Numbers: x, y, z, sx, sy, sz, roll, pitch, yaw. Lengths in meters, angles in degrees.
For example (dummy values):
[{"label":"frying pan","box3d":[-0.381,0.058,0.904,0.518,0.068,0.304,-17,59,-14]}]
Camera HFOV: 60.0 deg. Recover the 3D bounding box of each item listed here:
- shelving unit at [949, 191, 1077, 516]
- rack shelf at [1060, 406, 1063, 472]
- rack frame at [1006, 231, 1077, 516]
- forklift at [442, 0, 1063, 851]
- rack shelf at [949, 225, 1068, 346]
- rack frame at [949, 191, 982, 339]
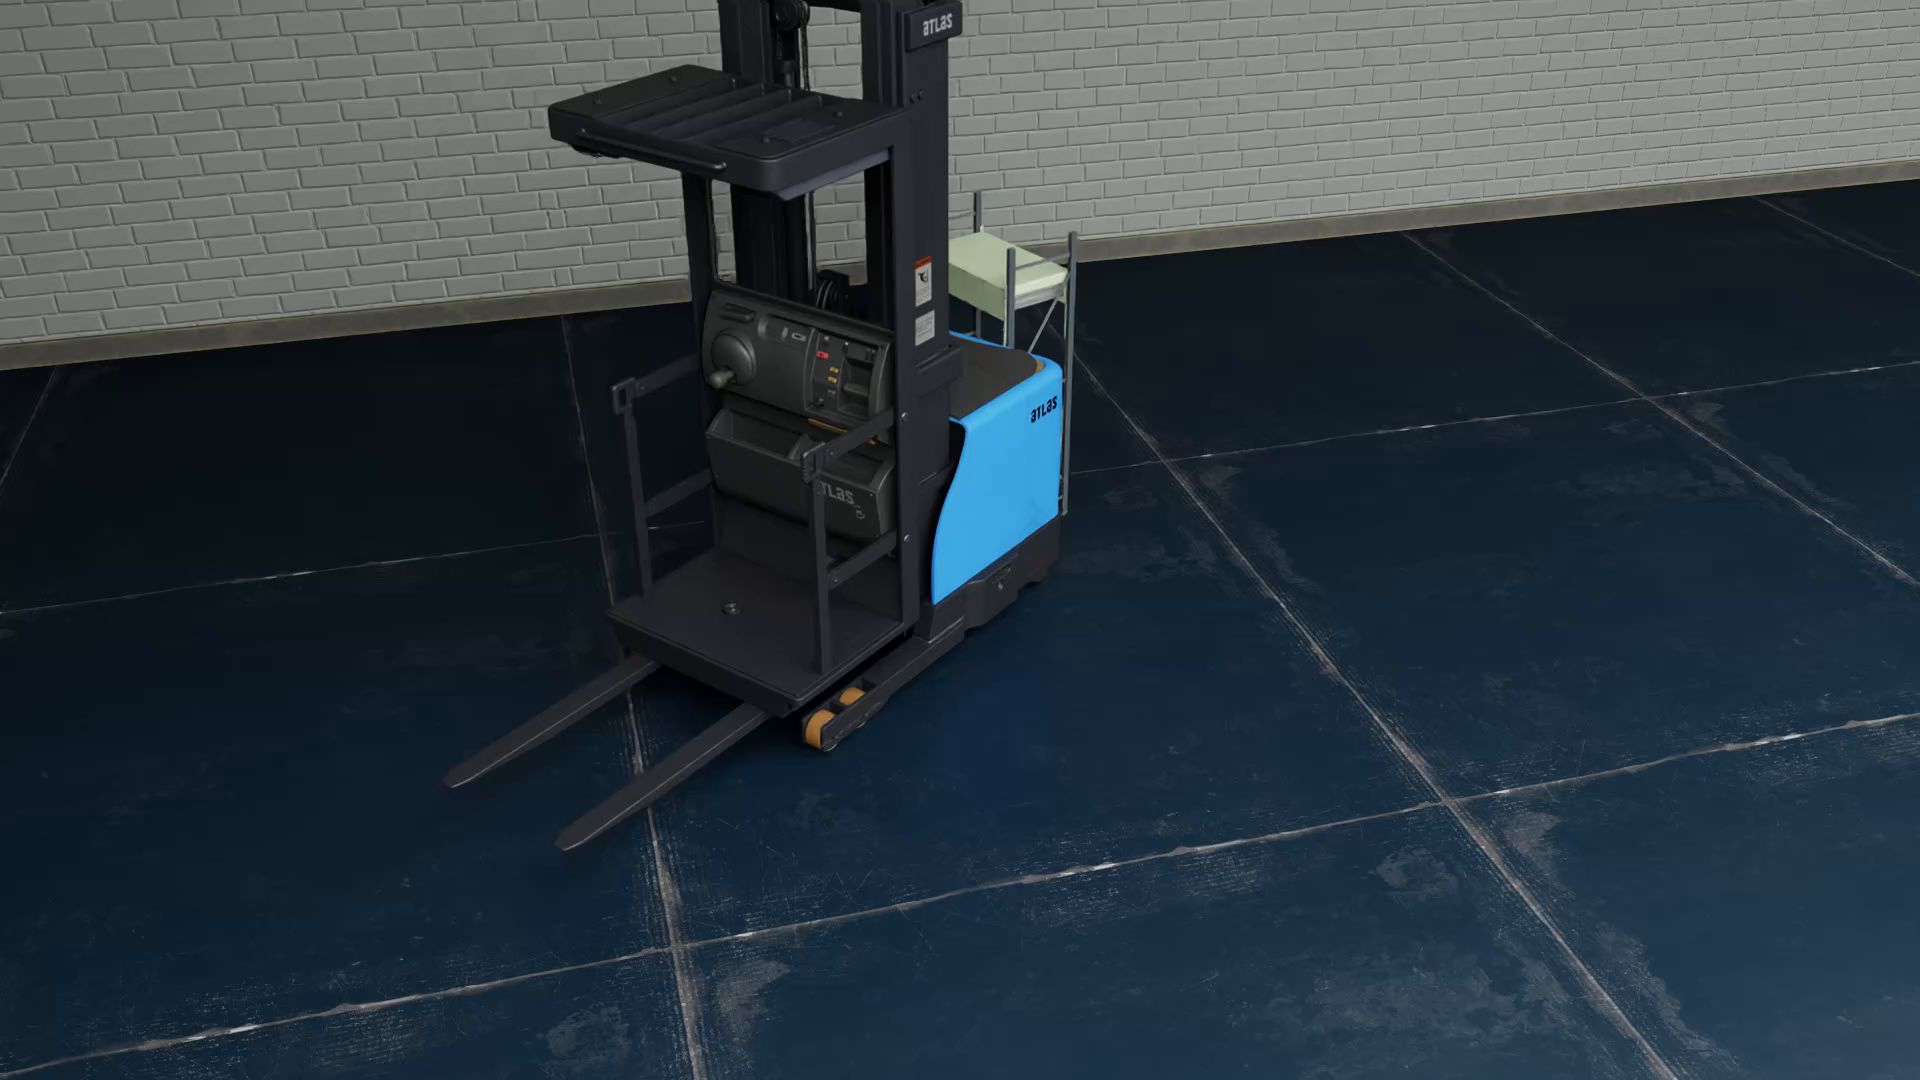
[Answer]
[{"label":"shelving unit","box3d":[0.160,-0.874,8.263,0.431,1.500,0.755,-21,36,-31]},{"label":"rack shelf","box3d":[0.160,-0.592,8.426,0.431,0.370,0.720,-21,36,-31]},{"label":"rack frame","box3d":[0.380,-0.727,8.009,0.400,1.500,0.023,-21,36,-31]},{"label":"forklift","box3d":[-0.789,-0.686,6.509,1.130,2.935,3.031,20,36,30]},{"label":"rack shelf","box3d":[0.160,-1.212,8.067,0.431,0.370,0.720,-21,36,-31]},{"label":"rack frame","box3d":[-0.059,-1.021,8.516,0.400,1.500,0.023,-21,36,-31]}]
